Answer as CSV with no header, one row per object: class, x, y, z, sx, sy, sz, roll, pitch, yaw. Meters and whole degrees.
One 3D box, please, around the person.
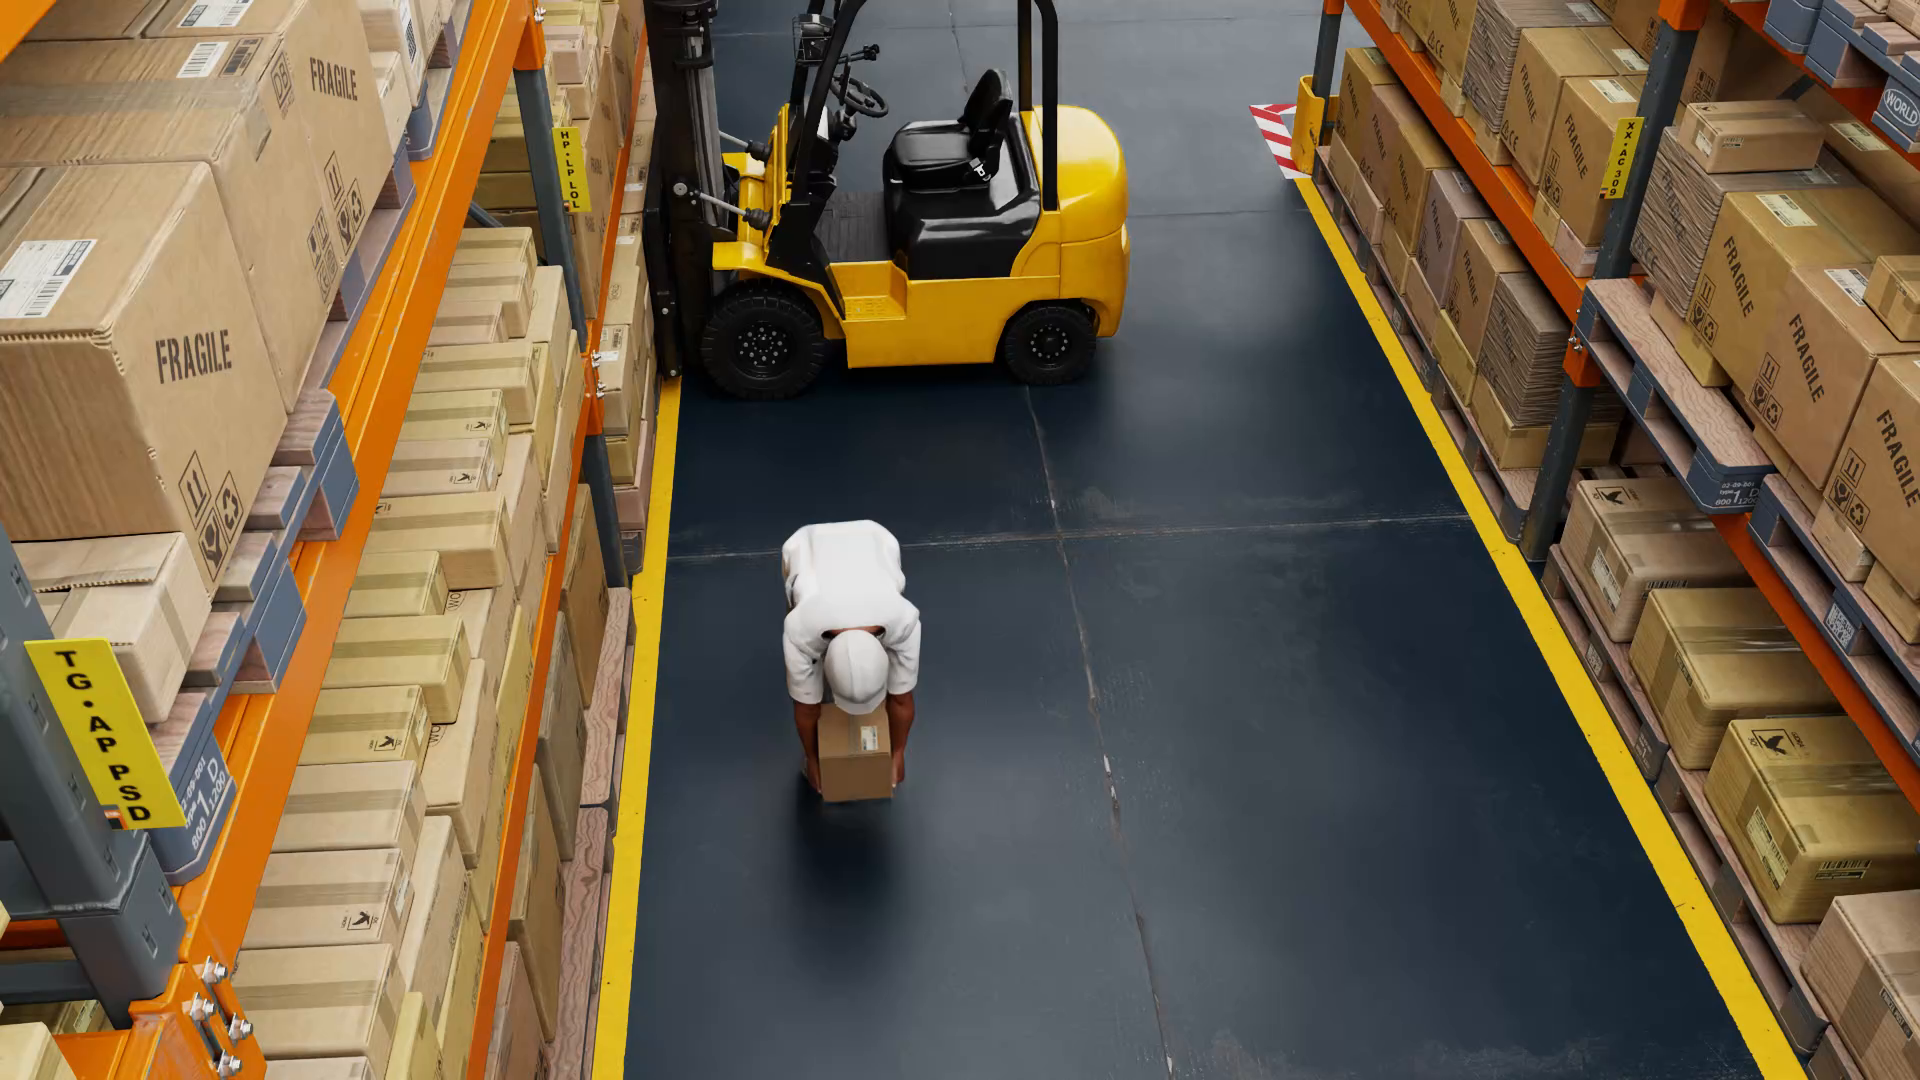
person,-0.379,0.448,5.905,0.475,1.355,0.912,-4,39,-5
